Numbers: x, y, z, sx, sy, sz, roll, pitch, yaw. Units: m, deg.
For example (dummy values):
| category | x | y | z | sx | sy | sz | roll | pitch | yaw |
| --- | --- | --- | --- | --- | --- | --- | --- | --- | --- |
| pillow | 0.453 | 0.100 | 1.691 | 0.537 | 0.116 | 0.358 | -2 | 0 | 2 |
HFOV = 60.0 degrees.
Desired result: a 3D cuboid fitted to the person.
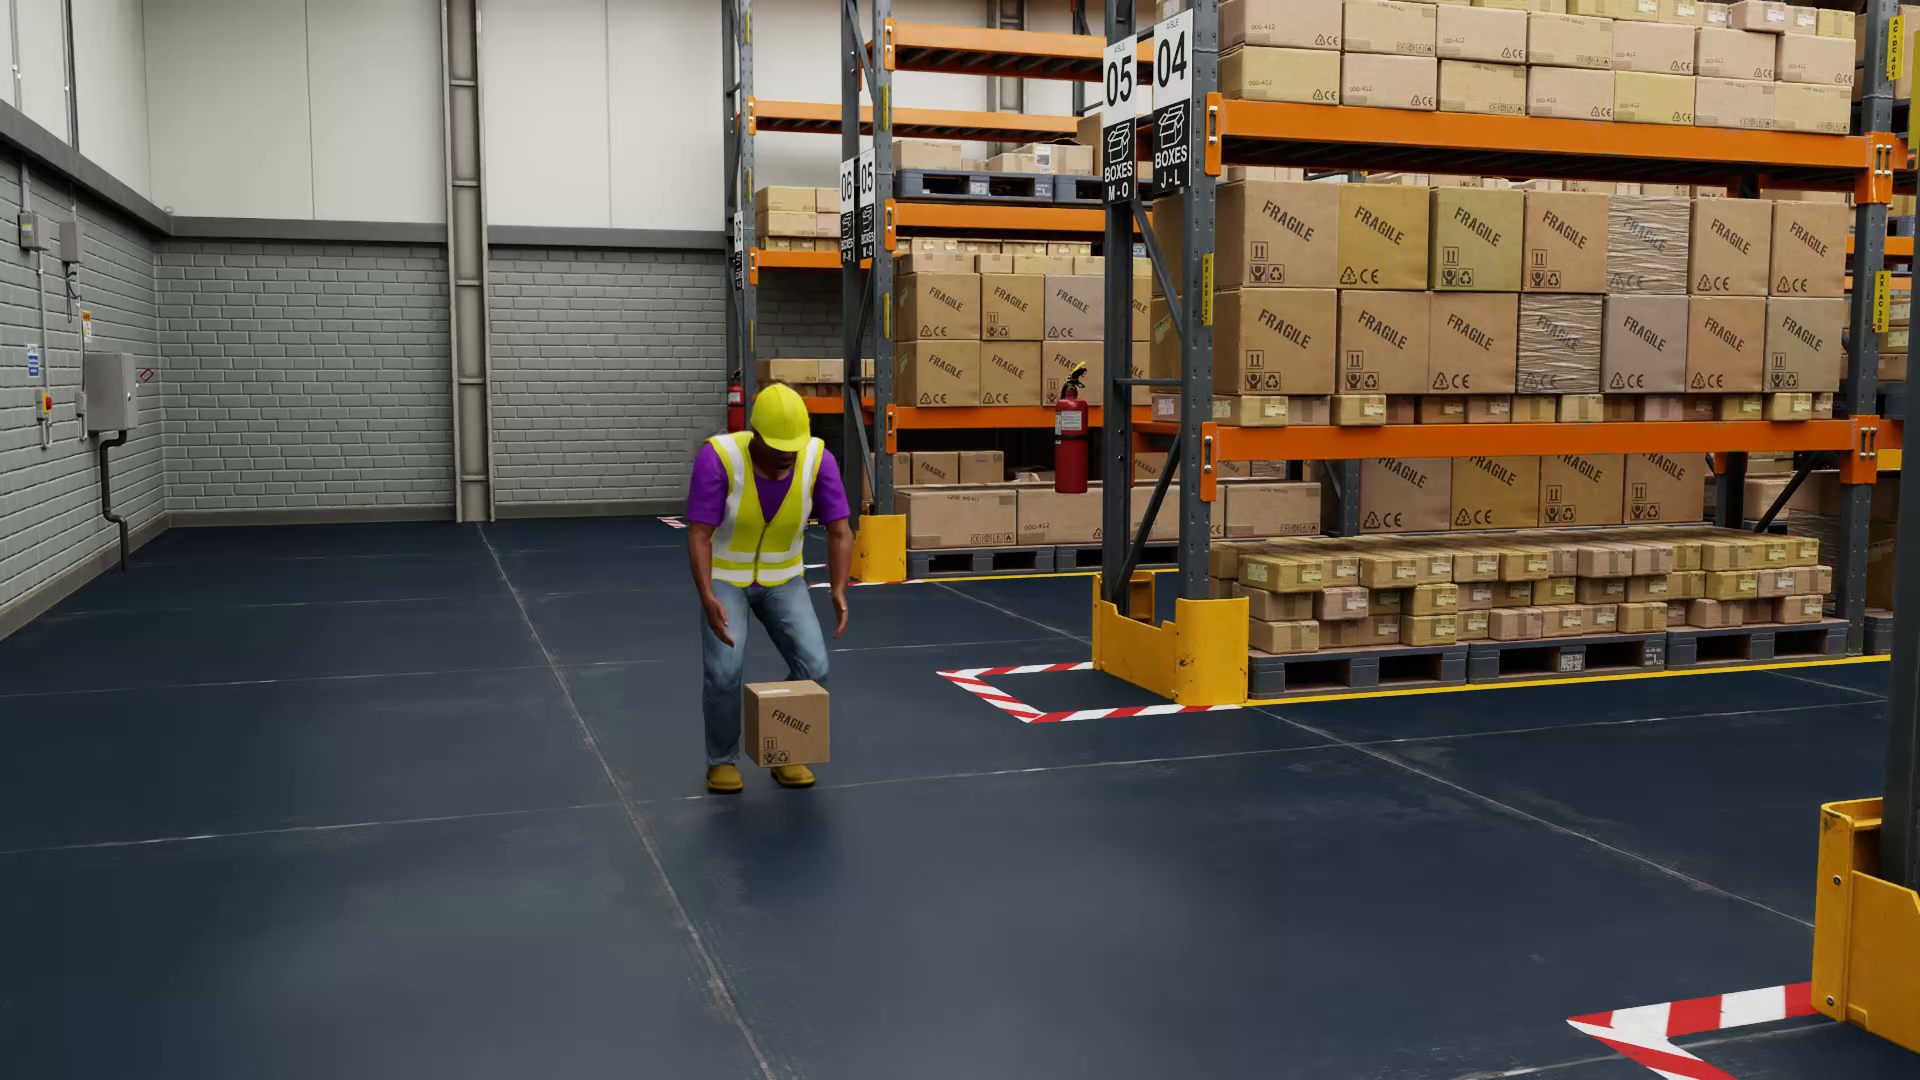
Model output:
| category | x | y | z | sx | sy | sz | roll | pitch | yaw |
| --- | --- | --- | --- | --- | --- | --- | --- | --- | --- |
| person | -0.718 | 0.174 | 6.235 | 0.627 | 1.517 | 0.687 | -2 | 6 | -18 |
